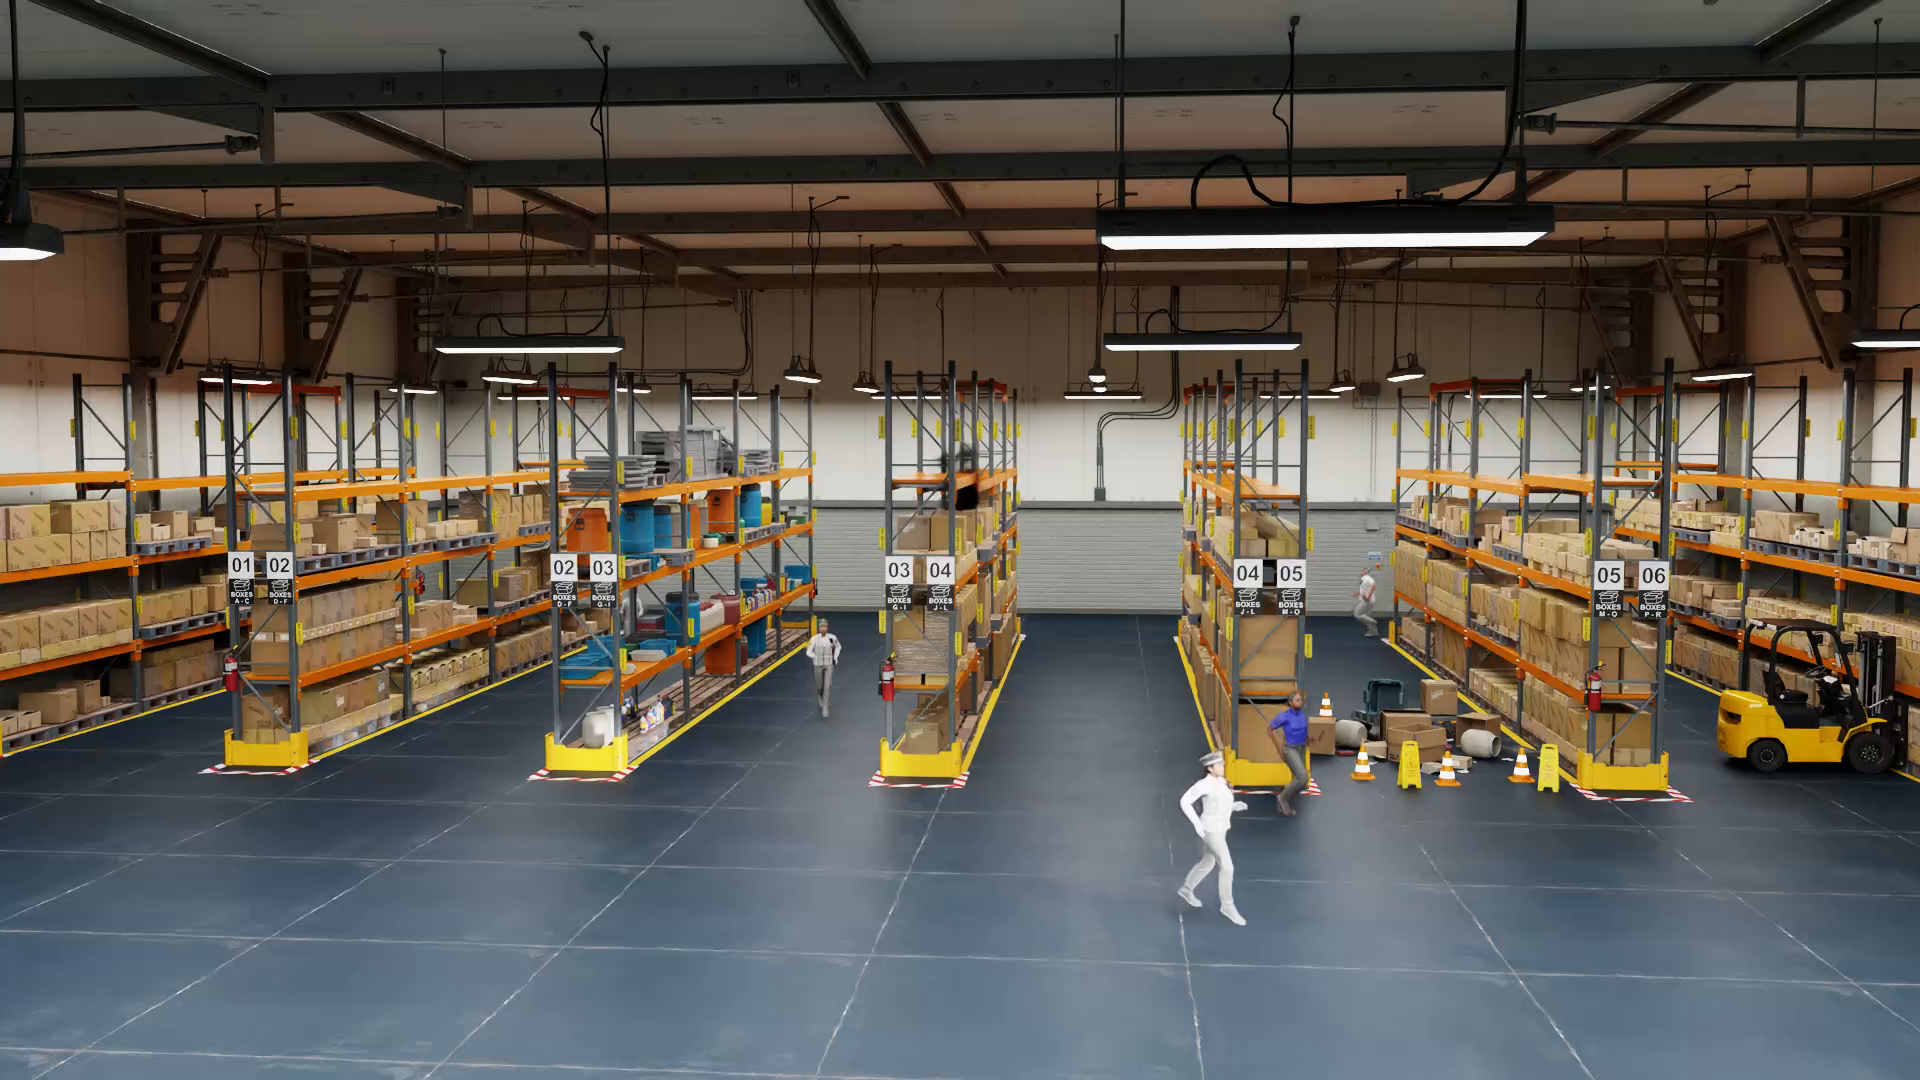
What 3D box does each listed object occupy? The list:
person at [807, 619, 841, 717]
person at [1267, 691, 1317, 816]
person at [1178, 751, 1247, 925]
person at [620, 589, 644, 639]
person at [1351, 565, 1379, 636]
[{"bbox_3d":[-2.398,2.224,29.350,0.616,1.692,0.901,0,4,-5],"label":"person"},{"bbox_3d":[4.340,2.766,21.451,0.551,1.614,0.619,-3,5,-42],"label":"person"},{"bbox_3d":[2.591,3.023,17.089,0.808,1.741,0.587,2,4,32],"label":"person"},{"bbox_3d":[-7.232,1.832,36.611,0.536,1.542,0.544,0,4,-7],"label":"person"},{"bbox_3d":[9.853,1.474,40.489,0.682,1.742,0.697,1,4,17],"label":"person"}]
